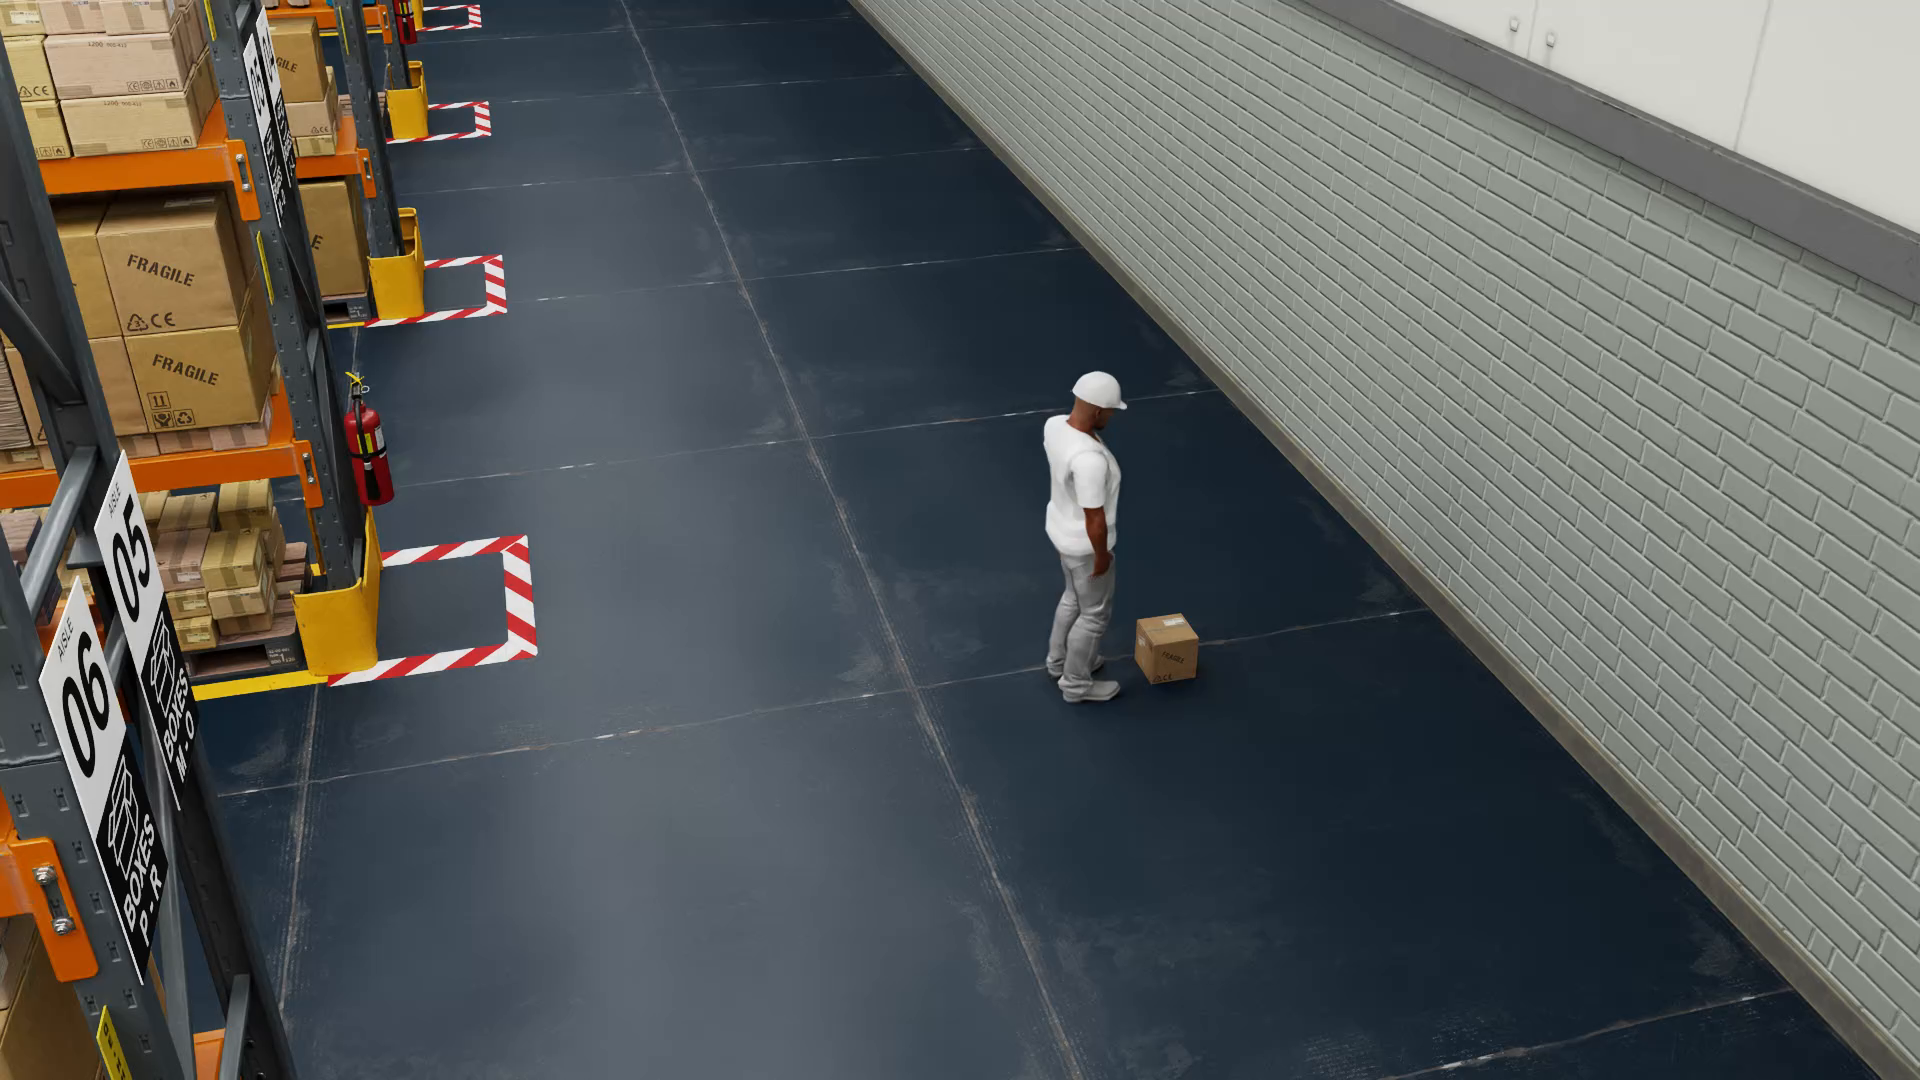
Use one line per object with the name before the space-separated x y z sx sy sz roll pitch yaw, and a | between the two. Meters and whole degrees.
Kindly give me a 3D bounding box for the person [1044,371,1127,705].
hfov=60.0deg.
person | 0.616 -0.025 8.269 0.378 1.753 0.571 -7 31 -12
